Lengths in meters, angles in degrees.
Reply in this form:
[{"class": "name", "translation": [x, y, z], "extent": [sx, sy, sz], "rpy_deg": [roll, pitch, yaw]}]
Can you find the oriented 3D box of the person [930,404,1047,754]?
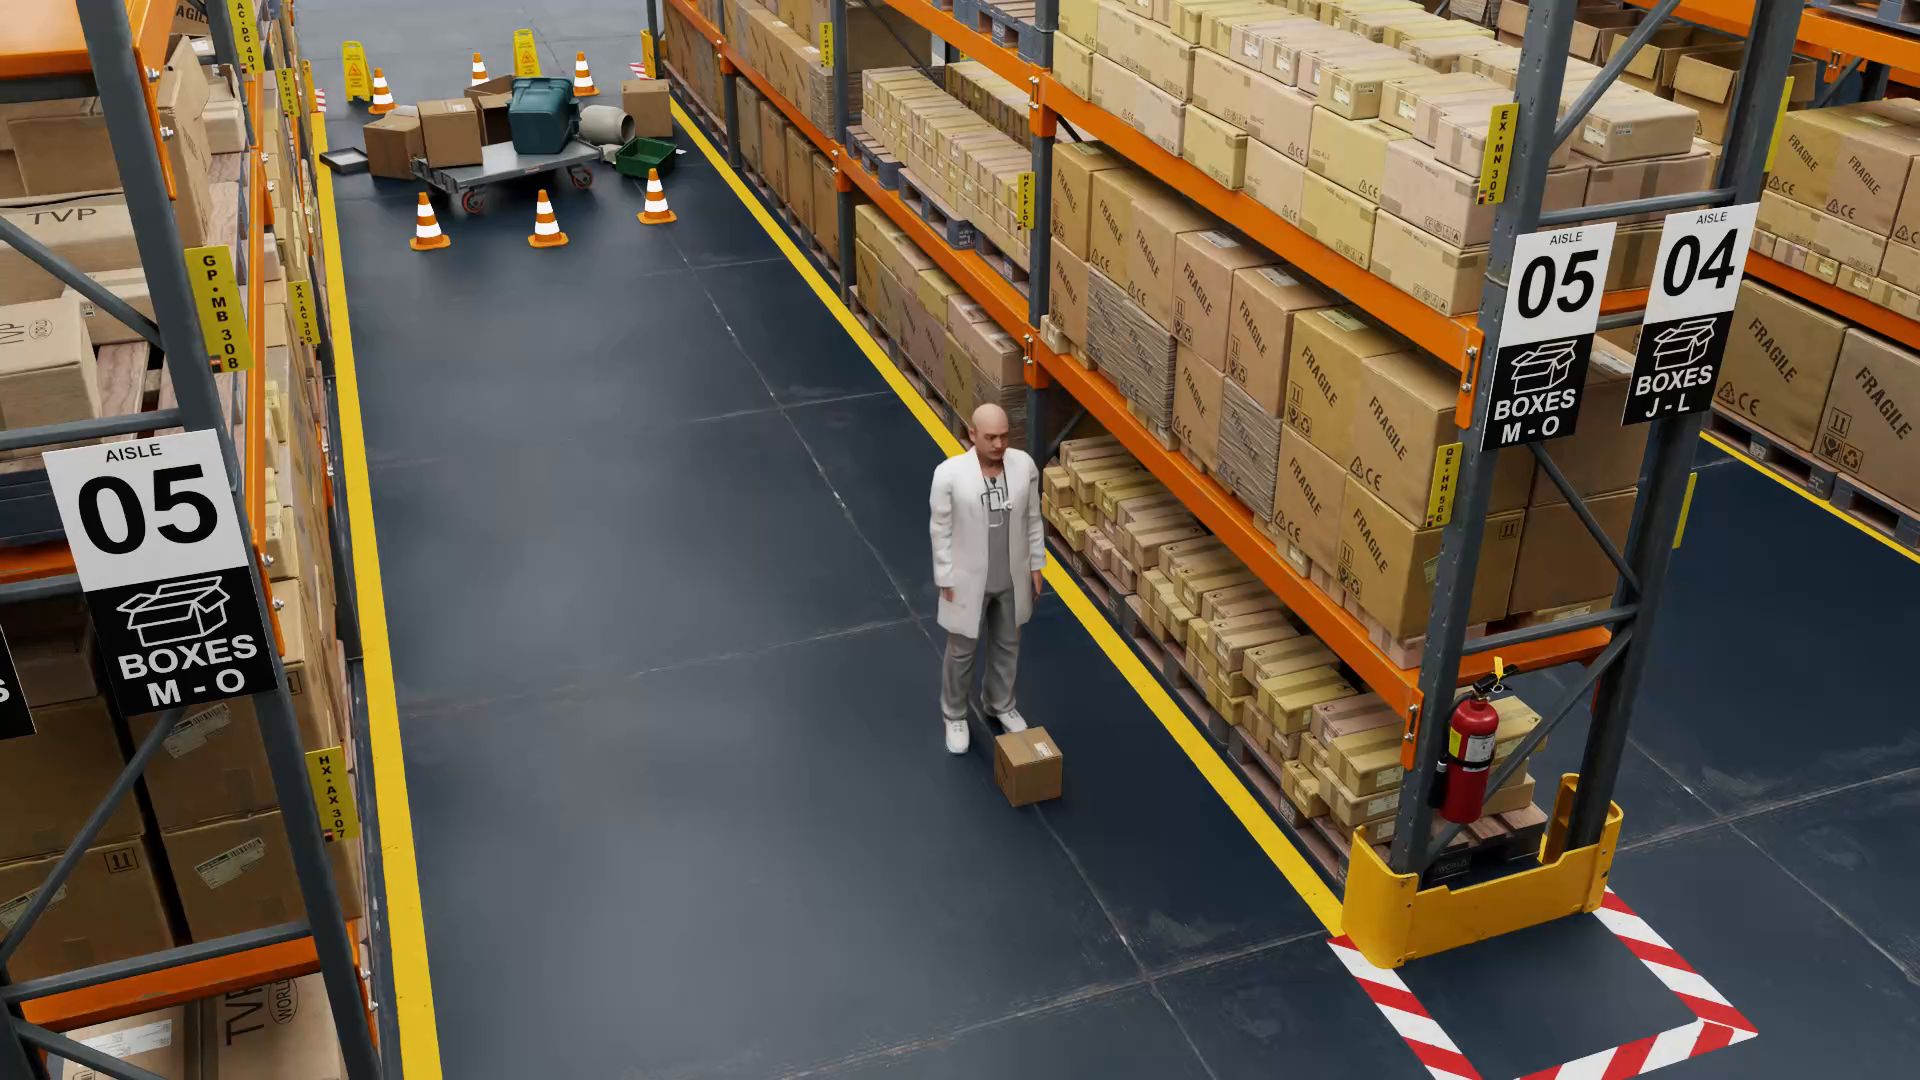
[{"class": "person", "translation": [0.150, 0.183, 8.044], "extent": [0.578, 1.789, 0.385], "rpy_deg": [-11, 31, -18]}]
